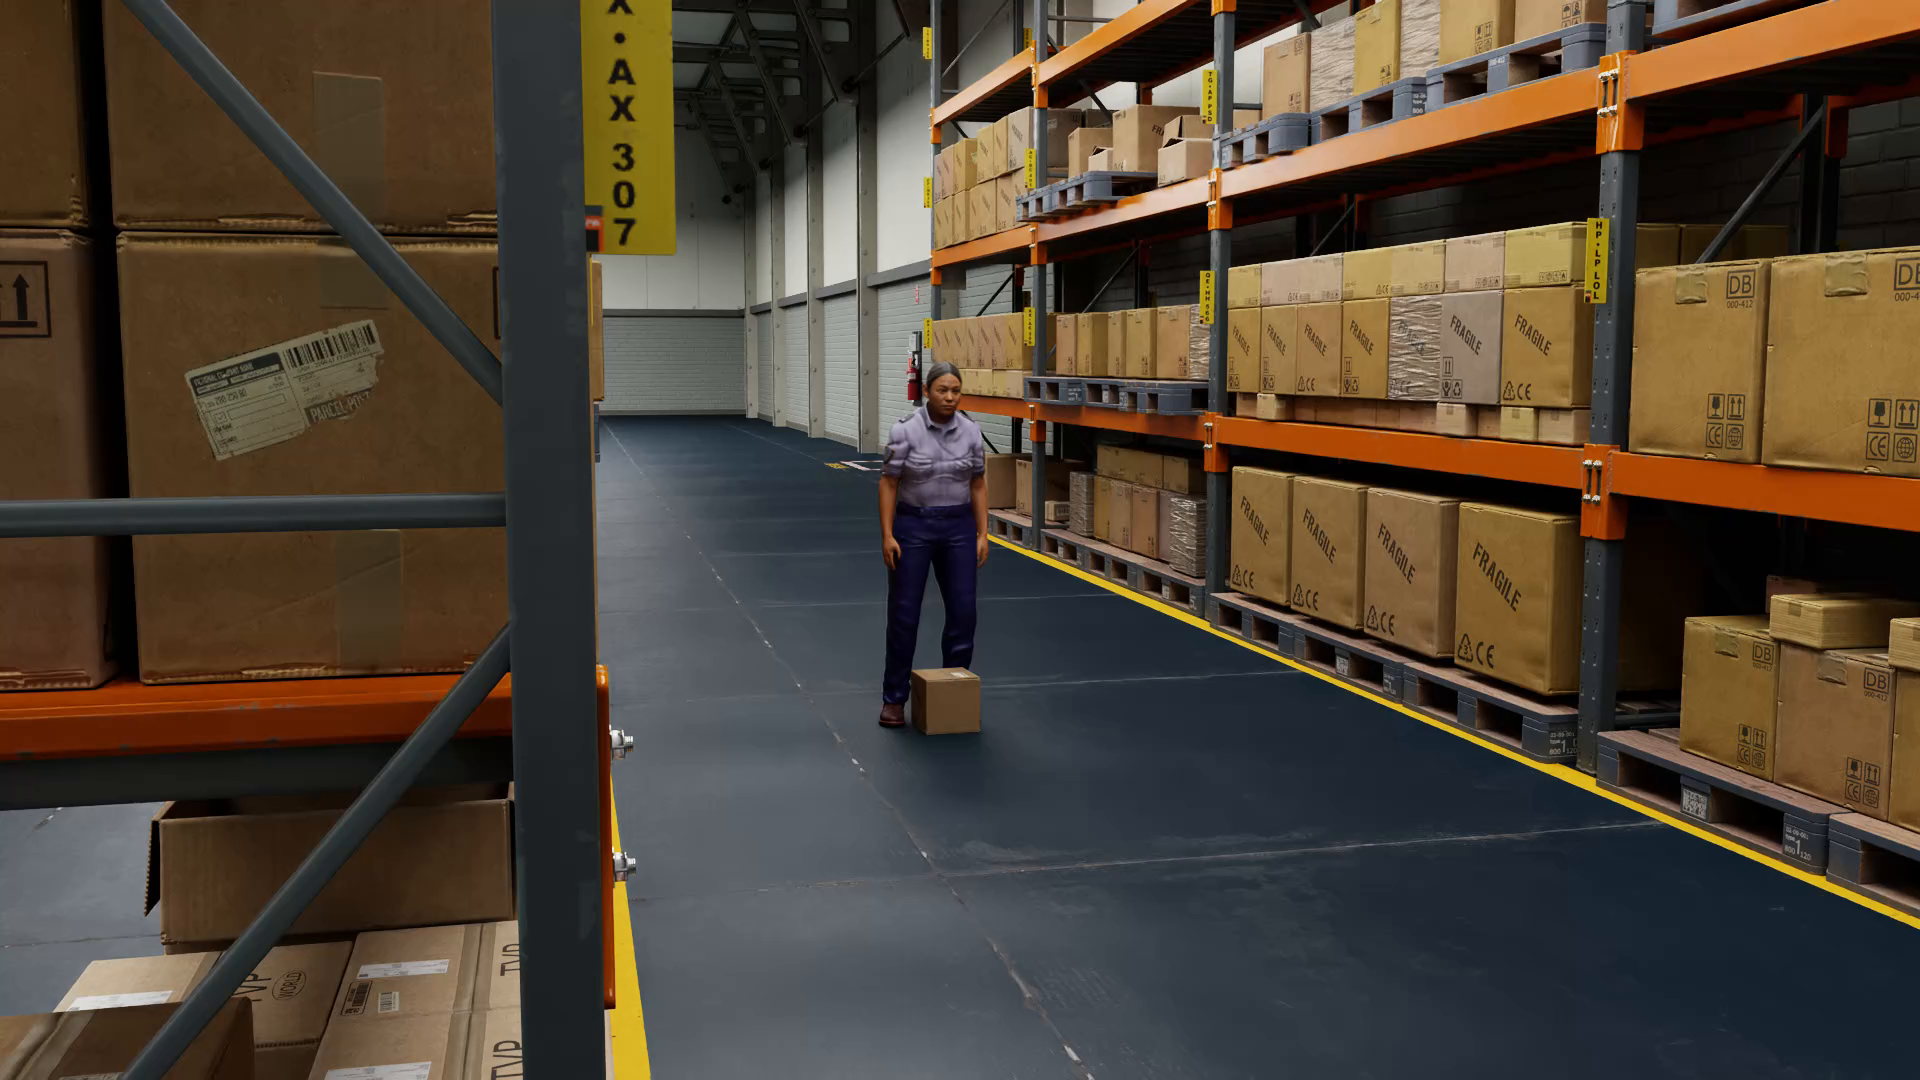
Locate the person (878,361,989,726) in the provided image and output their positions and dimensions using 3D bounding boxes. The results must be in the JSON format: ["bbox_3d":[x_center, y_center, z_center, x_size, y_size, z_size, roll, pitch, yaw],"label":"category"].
[{"bbox_3d":[-0.121,0.009,7.638,0.557,1.651,0.425,-2,7,-17],"label":"person"}]
